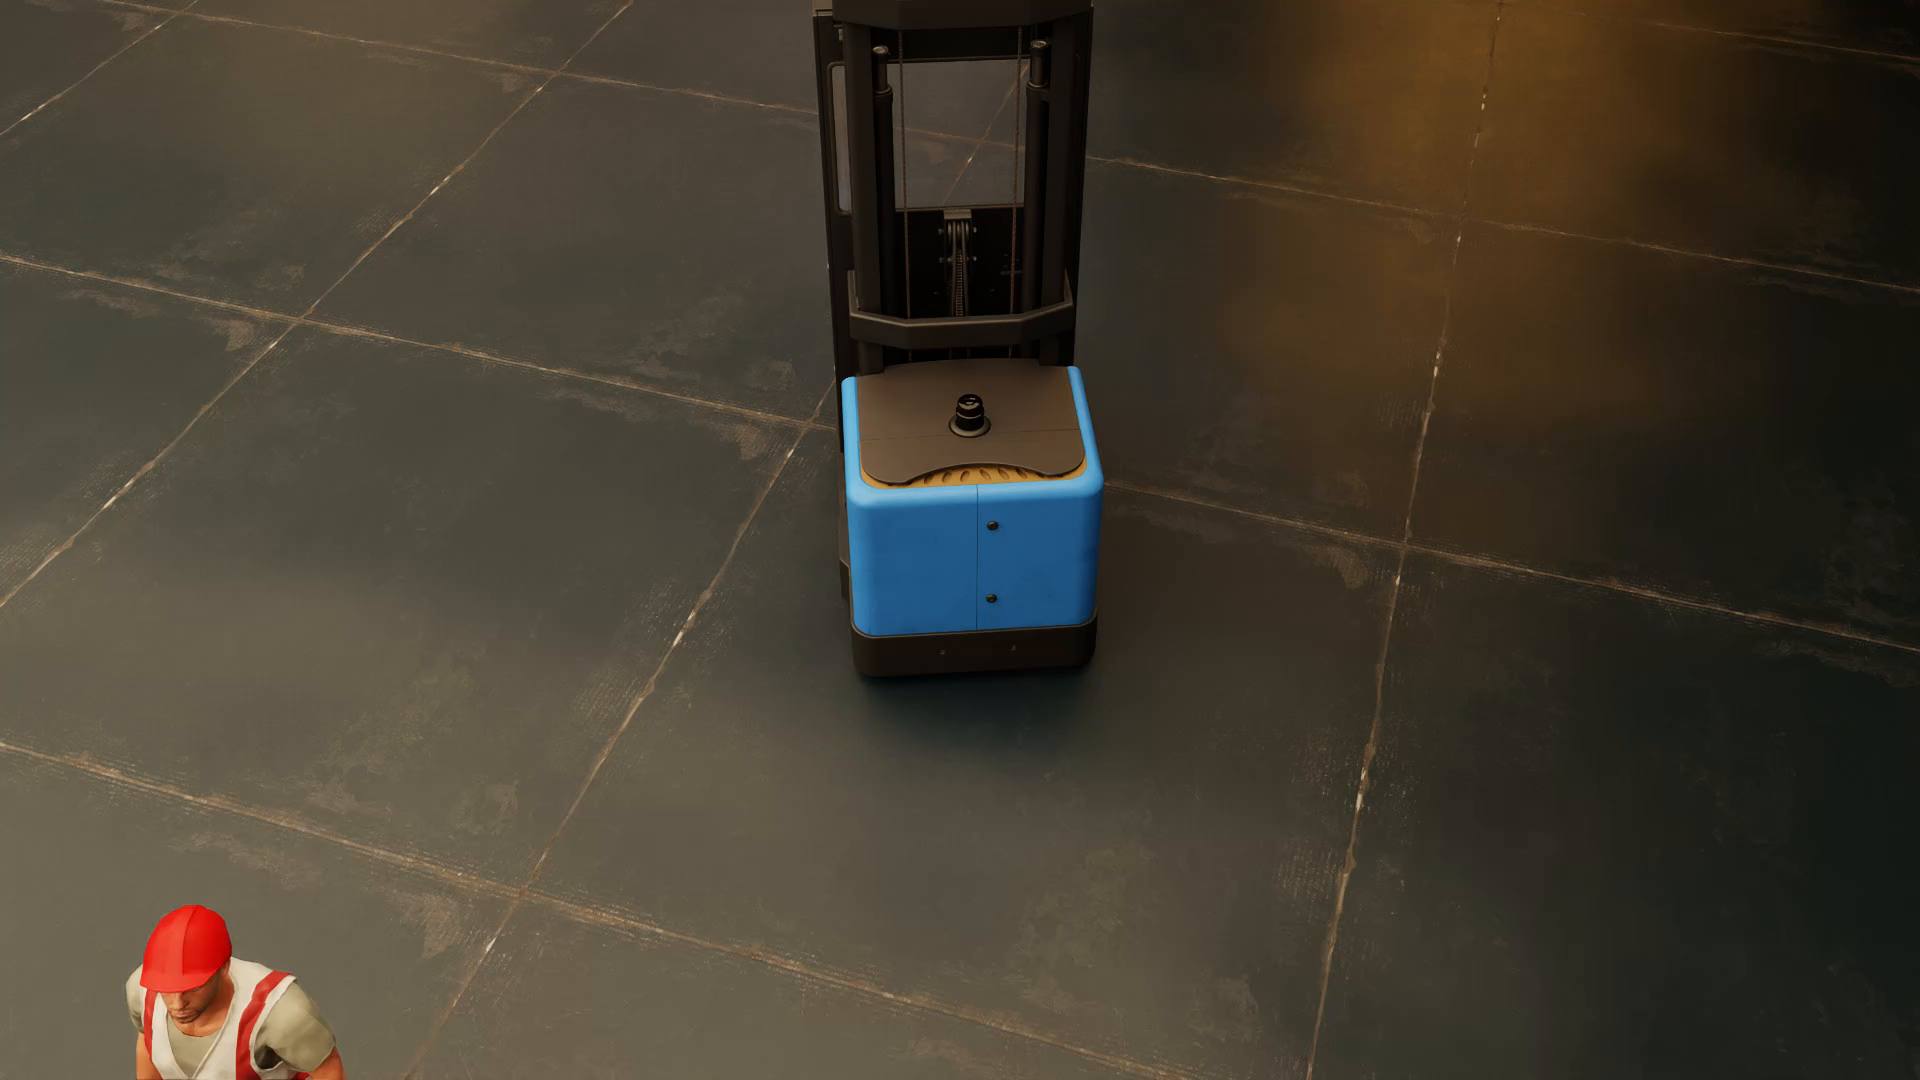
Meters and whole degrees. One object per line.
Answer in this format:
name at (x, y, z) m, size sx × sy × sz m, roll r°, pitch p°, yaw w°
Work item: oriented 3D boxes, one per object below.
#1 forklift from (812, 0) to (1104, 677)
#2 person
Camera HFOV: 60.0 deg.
forklift at (-0.048, -1.486, 7.287) m, size 1.130 × 2.935 × 3.031 m, roll -3°, pitch 43°, yaw -3°
person at (-2.039, 1.702, 4.687) m, size 0.638 × 1.786 × 0.565 m, roll 6°, pitch 43°, yaw 7°
